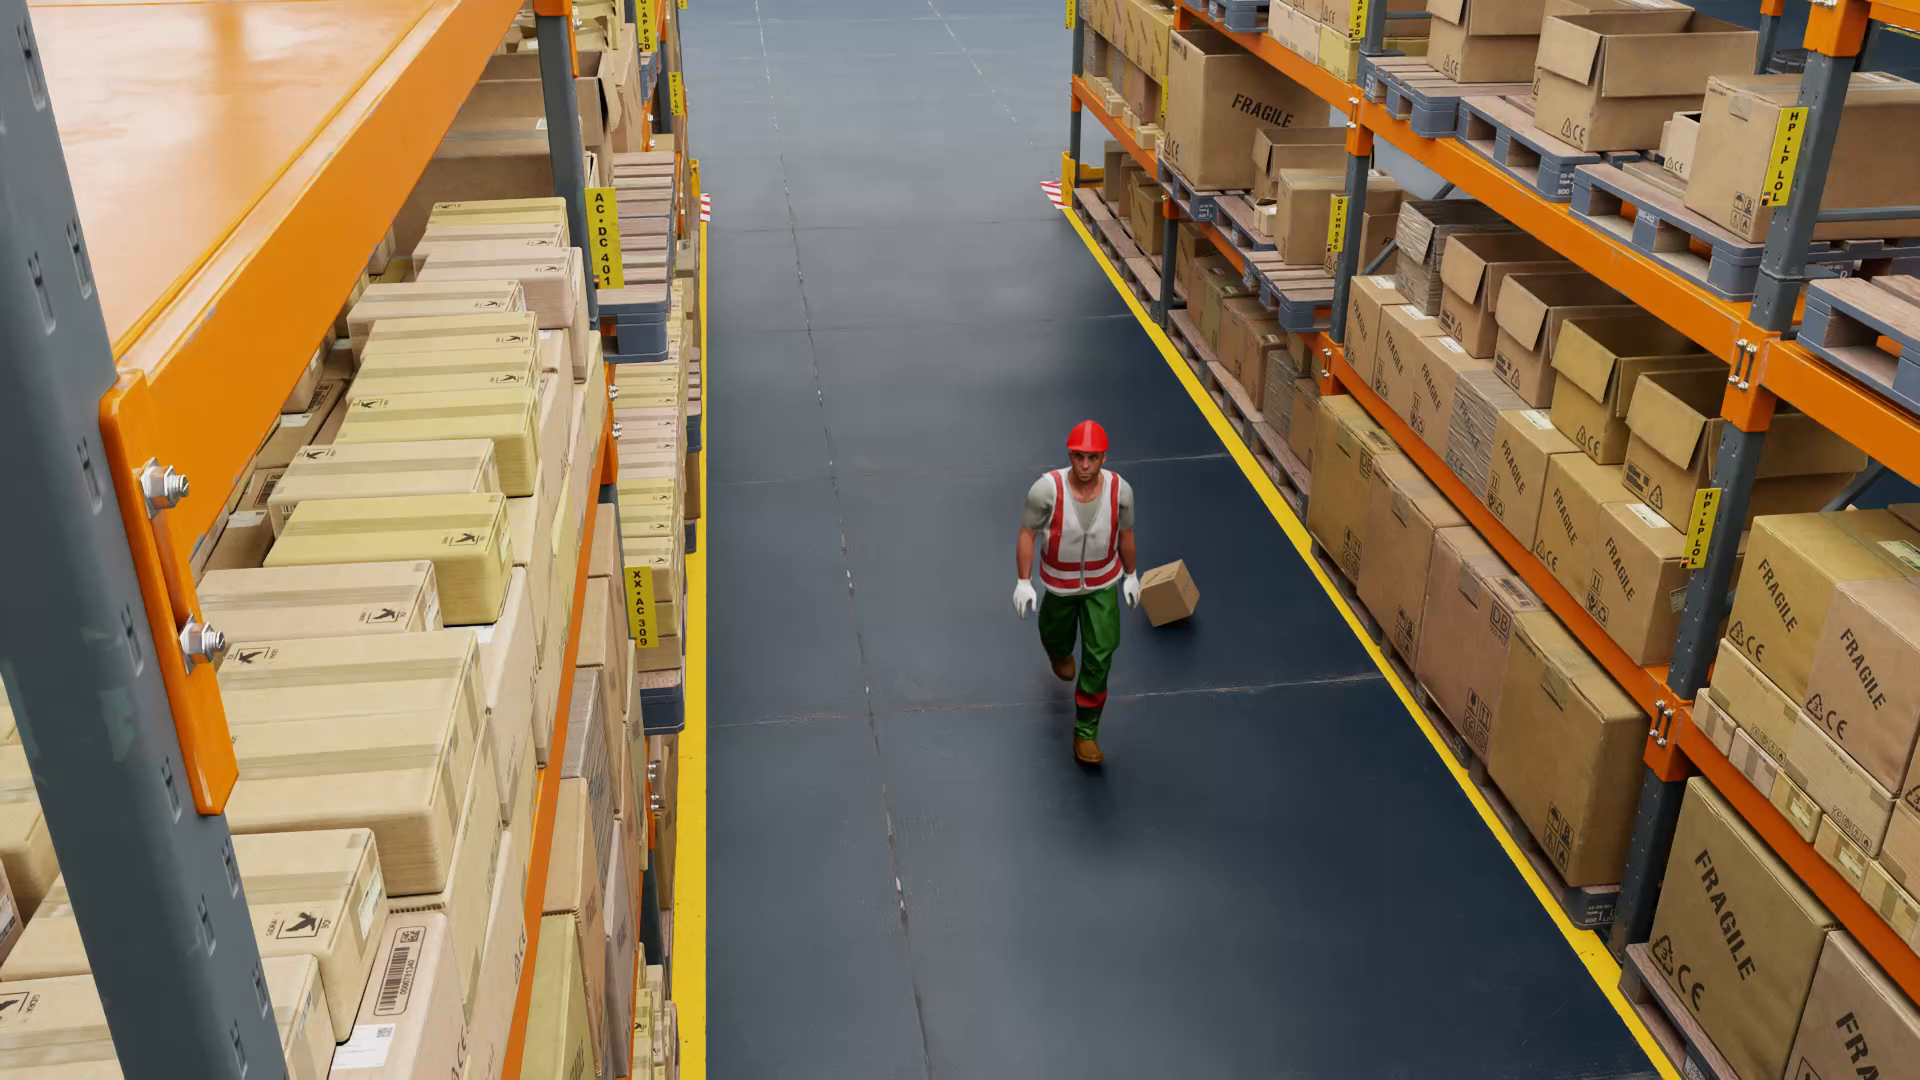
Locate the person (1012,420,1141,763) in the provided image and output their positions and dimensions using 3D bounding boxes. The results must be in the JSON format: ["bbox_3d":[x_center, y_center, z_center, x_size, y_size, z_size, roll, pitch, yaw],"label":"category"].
[{"bbox_3d":[0.580,0.172,8.278,0.656,1.744,0.984,-1,27,-3],"label":"person"}]
